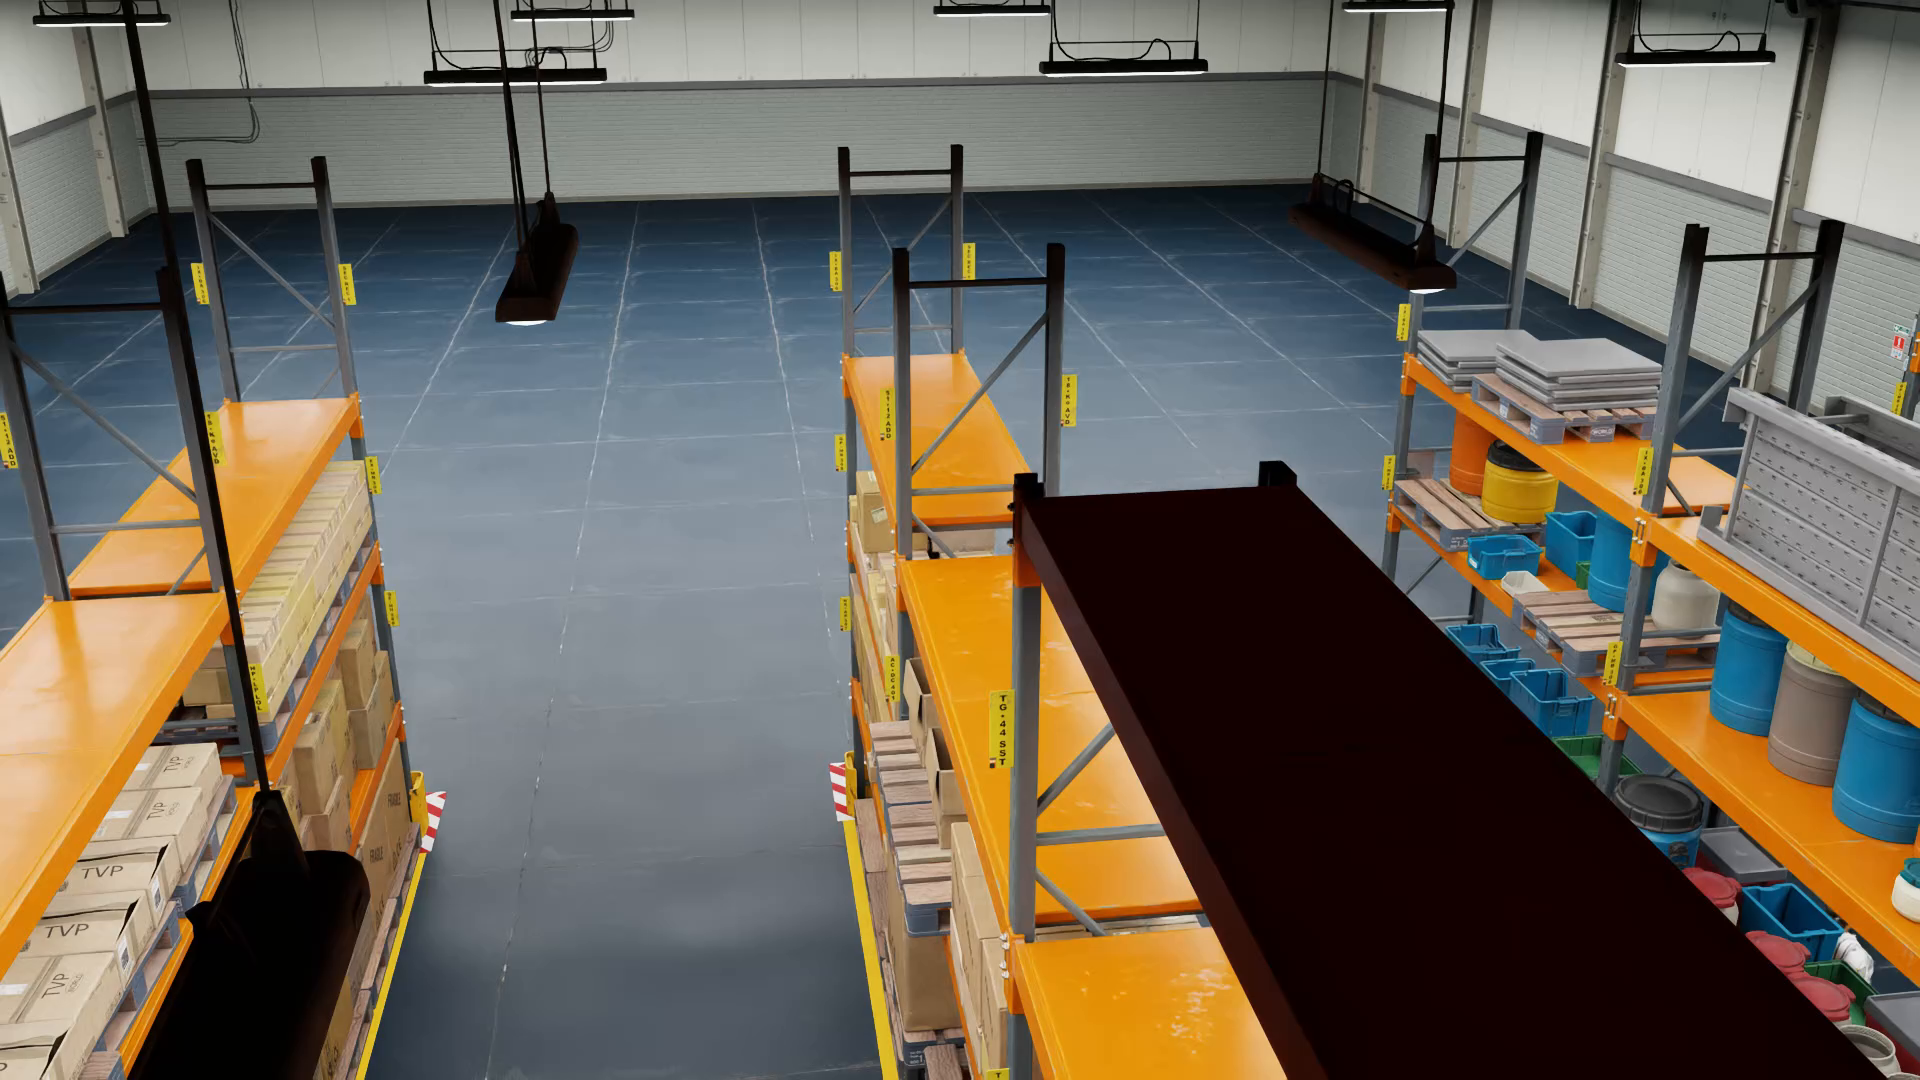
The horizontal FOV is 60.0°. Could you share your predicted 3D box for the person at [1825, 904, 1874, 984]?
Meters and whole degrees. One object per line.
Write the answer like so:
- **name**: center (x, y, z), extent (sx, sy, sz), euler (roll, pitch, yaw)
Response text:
- **person**: center (6.014, 3.157, 11.413), extent (0.844, 1.622, 0.493), euler (-4, 22, -11)
